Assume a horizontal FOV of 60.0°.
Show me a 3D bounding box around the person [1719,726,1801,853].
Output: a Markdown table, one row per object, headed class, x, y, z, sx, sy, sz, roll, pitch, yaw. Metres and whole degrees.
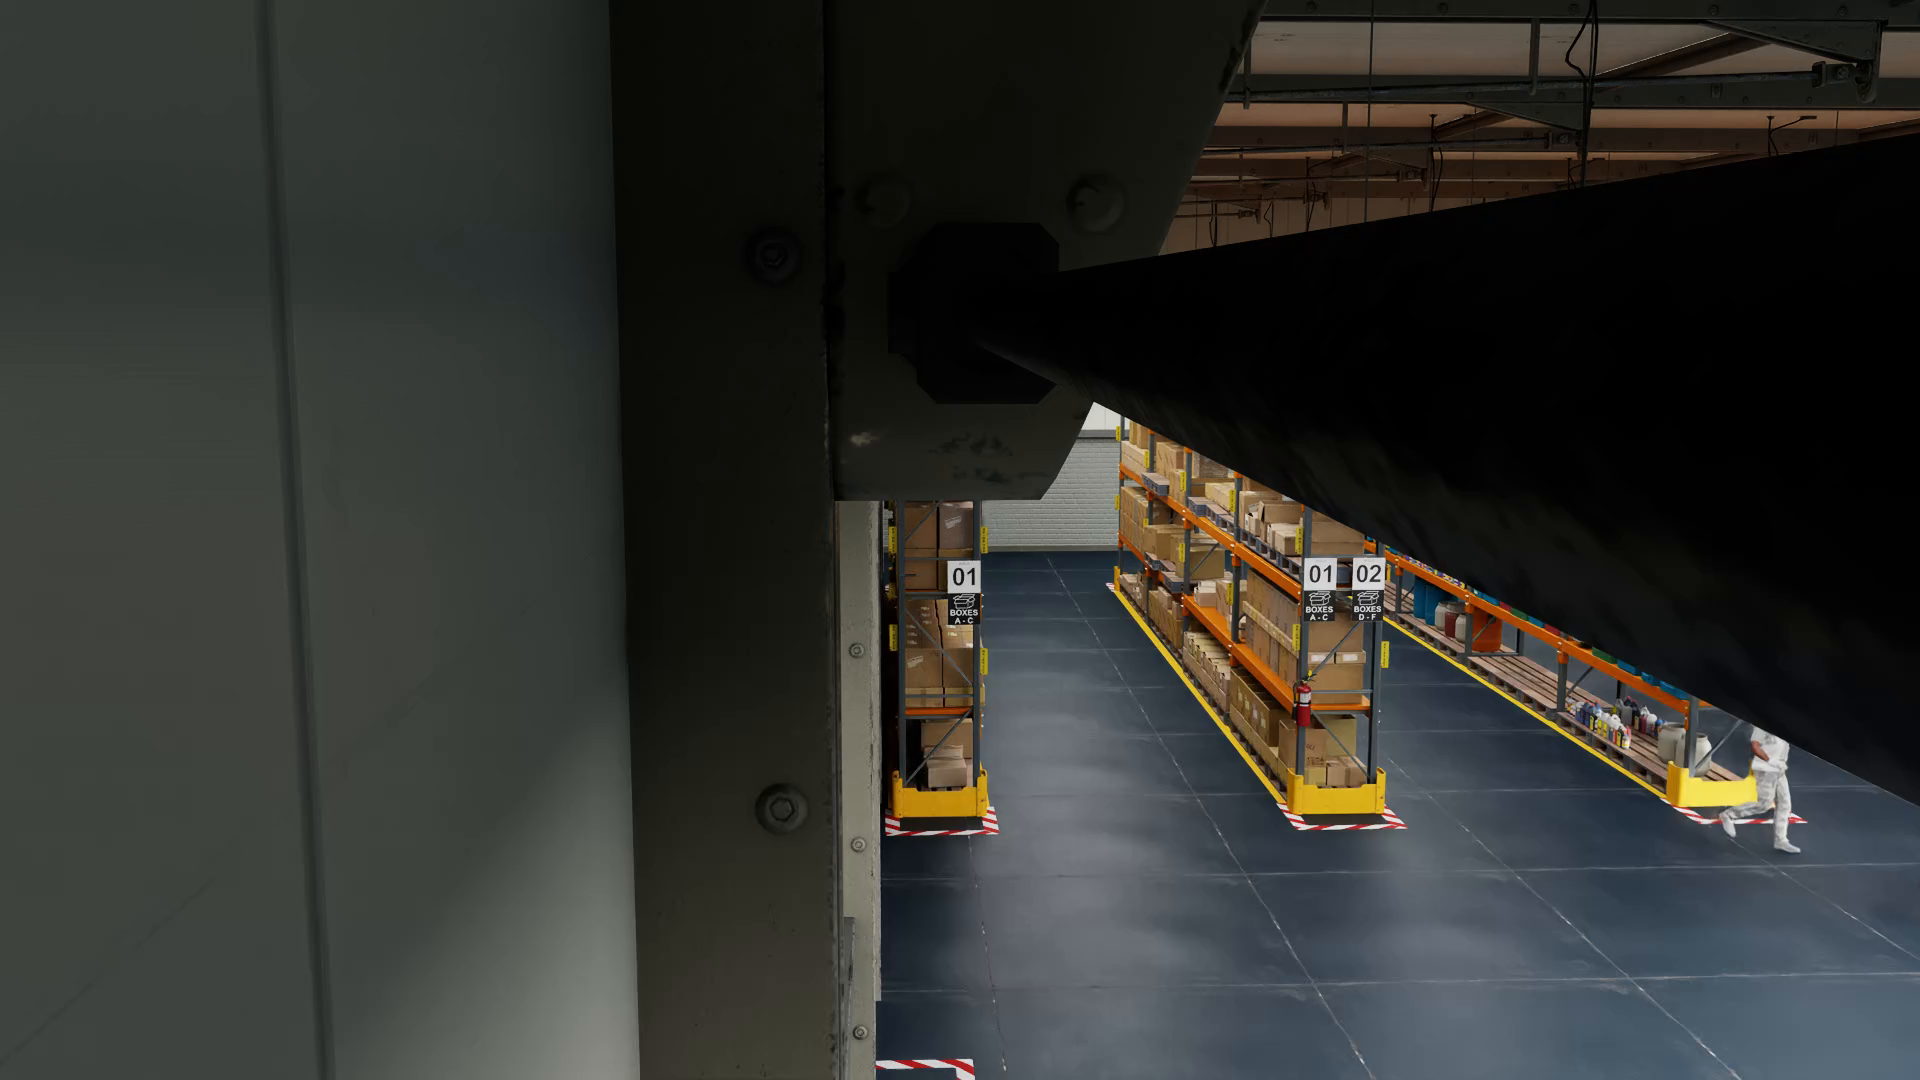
| class | x | y | z | sx | sy | sz | roll | pitch | yaw |
| --- | --- | --- | --- | --- | --- | --- | --- | --- | --- |
| person | 9.450 | 2.688 | 19.399 | 0.911 | 1.737 | 0.744 | 8 | 11 | 44 |
